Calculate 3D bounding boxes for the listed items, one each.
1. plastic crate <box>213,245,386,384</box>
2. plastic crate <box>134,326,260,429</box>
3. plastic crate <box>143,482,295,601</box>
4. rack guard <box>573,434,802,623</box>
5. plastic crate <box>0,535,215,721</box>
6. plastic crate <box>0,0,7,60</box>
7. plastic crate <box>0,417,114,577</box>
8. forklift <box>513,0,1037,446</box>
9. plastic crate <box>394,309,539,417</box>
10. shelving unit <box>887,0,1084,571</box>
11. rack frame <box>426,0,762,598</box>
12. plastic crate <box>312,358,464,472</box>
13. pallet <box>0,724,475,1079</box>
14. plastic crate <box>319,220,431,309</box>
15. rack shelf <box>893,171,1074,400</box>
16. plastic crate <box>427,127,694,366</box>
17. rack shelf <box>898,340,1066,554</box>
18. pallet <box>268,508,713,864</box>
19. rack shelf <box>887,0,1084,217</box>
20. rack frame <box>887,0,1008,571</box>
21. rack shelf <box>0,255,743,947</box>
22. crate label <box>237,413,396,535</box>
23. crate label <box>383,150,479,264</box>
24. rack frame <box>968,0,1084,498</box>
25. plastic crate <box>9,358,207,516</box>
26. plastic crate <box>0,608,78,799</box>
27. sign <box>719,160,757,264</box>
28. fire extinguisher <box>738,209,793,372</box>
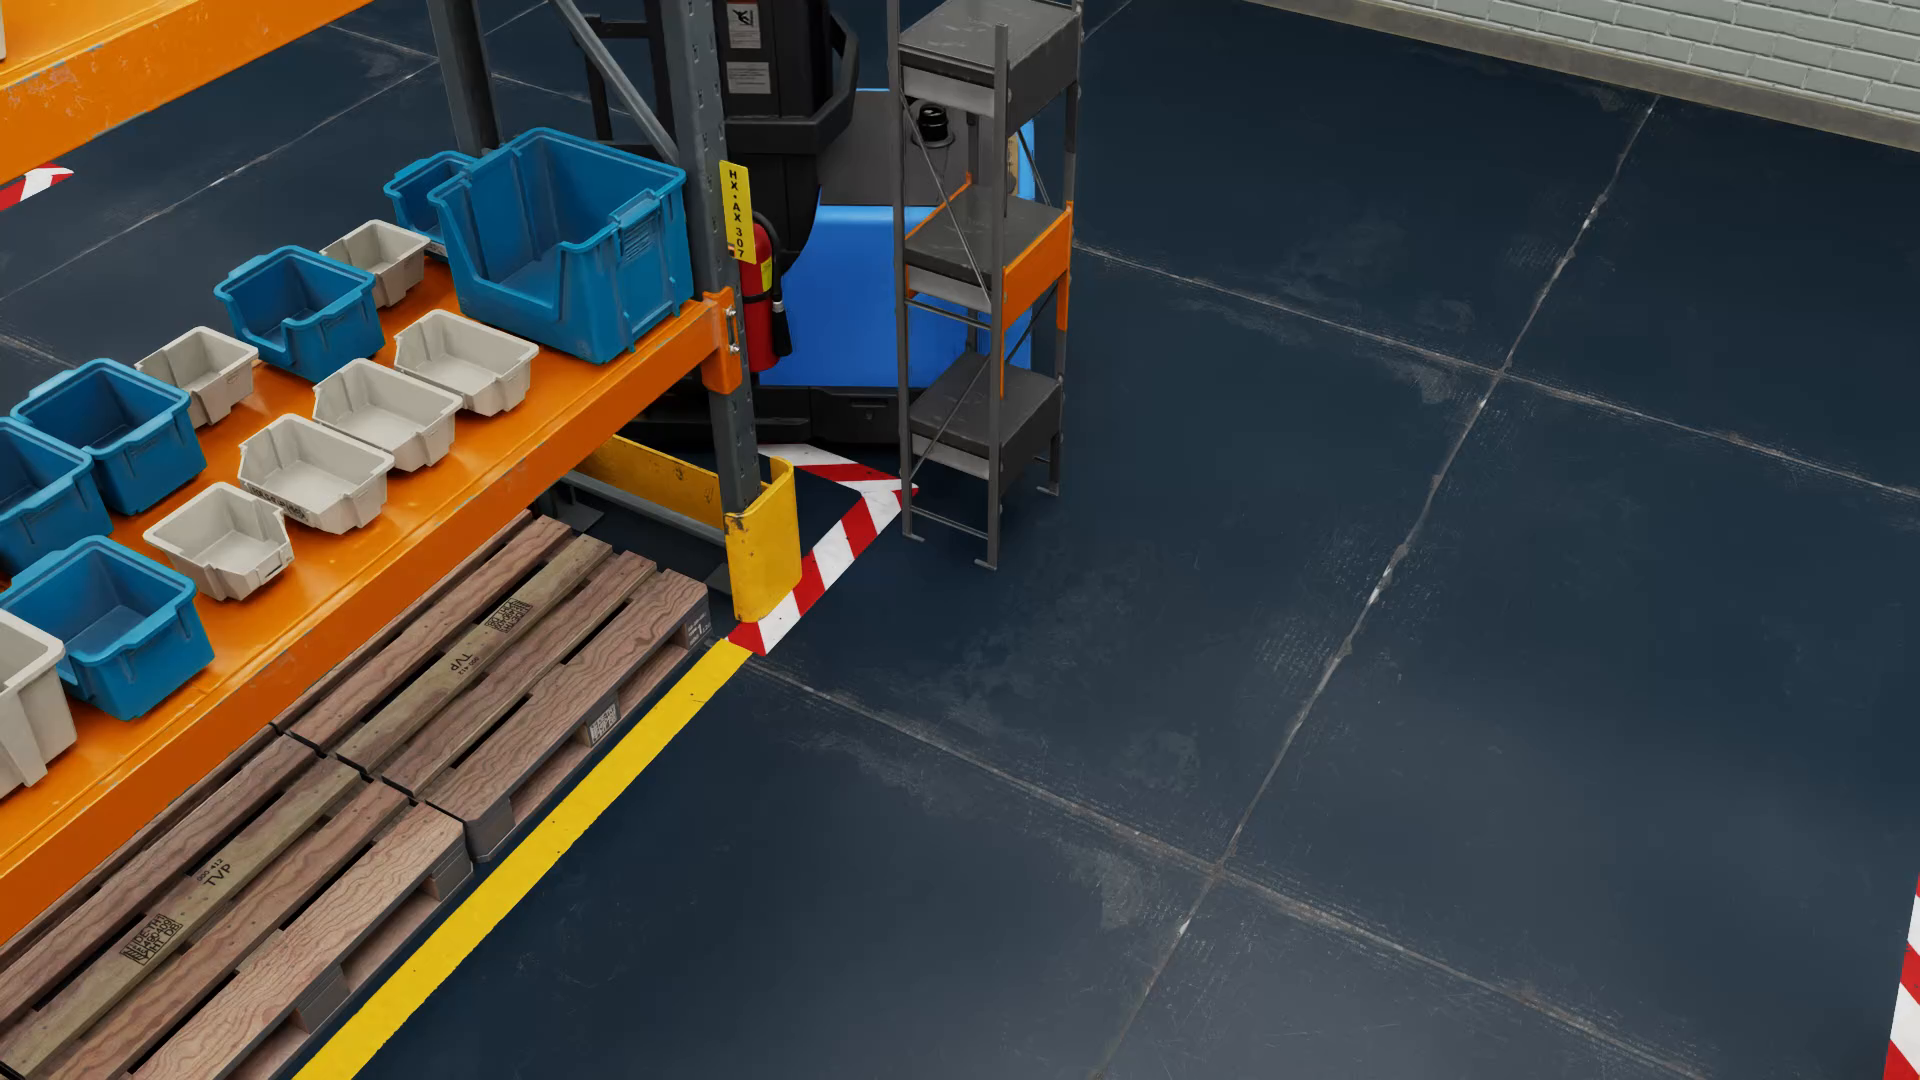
[{"bbox_3d":[-1.885,-0.639,4.787,0.416,0.233,0.300,21,45,22],"label":"plastic crate"},{"bbox_3d":[-2.127,-0.435,4.628,0.250,0.136,0.298,21,45,22],"label":"plastic crate"},{"bbox_3d":[-1.806,0.019,4.113,0.298,0.136,0.250,21,45,22],"label":"plastic crate"},{"bbox_3d":[-1.146,-0.168,6.062,1.175,0.500,0.348,21,45,22],"label":"rack guard"},{"bbox_3d":[-1.953,0.212,3.821,0.416,0.233,0.300,21,45,22],"label":"plastic crate"},{"bbox_3d":[-1.966,-0.850,2.876,0.437,0.136,0.530,21,45,22],"label":"plastic crate"},{"bbox_3d":[-2.365,-0.090,4.164,0.416,0.233,0.300,21,45,22],"label":"plastic crate"},{"bbox_3d":[-1.218,-1.813,6.091,3.031,2.935,1.130,1,41,1],"label":"forklift"},{"bbox_3d":[-1.398,-0.485,4.685,0.396,0.136,0.243,21,45,22],"label":"plastic crate"},{"bbox_3d":[0.083,-0.883,5.664,0.431,2.100,0.503,21,45,22],"label":"shelving unit"},{"bbox_3d":[-1.147,-1.088,5.216,1.000,3.000,0.127,21,45,22],"label":"rack frame"},{"bbox_3d":[-1.556,-0.324,4.502,0.396,0.136,0.243,21,45,22],"label":"plastic crate"},{"bbox_3d":[-2.205,1.113,4.826,1.003,0.211,1.213,21,45,22],"label":"pallet"},{"bbox_3d":[-1.788,-0.823,5.069,0.250,0.136,0.298,21,45,22],"label":"plastic crate"},{"bbox_3d":[0.083,-0.873,5.673,0.431,0.518,0.480,21,45,22],"label":"rack shelf"},{"bbox_3d":[-1.153,-0.870,4.897,0.616,0.435,0.499,21,45,22],"label":"plastic crate"},{"bbox_3d":[0.083,-0.347,6.135,0.431,0.518,0.480,21,45,22],"label":"rack shelf"},{"bbox_3d":[-1.593,0.418,5.616,1.003,0.211,1.213,21,45,22],"label":"pallet"},{"bbox_3d":[0.083,-1.398,5.210,0.431,0.518,0.480,21,45,22],"label":"rack shelf"},{"bbox_3d":[-0.039,-0.743,5.505,0.400,2.100,0.015,21,45,22],"label":"rack frame"},{"bbox_3d":[-2.148,0.326,4.154,1.077,0.370,4.000,21,45,22],"label":"rack shelf"},{"bbox_3d":[-1.674,-0.156,4.312,0.396,0.136,0.243,21,45,22],"label":"crate label"},{"bbox_3d":[-1.556,-1.015,5.214,0.416,0.233,0.303,21,45,22],"label":"crate label"},{"bbox_3d":[0.205,-1.022,5.822,0.400,2.100,0.015,21,45,22],"label":"rack frame"},{"bbox_3d":[-2.215,-0.262,4.359,0.416,0.233,0.300,21,45,22],"label":"plastic crate"},{"bbox_3d":[-2.225,0.410,3.559,0.437,0.282,0.530,21,45,22],"label":"plastic crate"},{"bbox_3d":[-0.663,-0.977,4.966,0.100,0.325,0.005,21,45,22],"label":"sign"},{"bbox_3d":[-0.678,-0.855,5.292,0.296,0.674,0.183,21,45,22],"label":"fire extinguisher"}]
